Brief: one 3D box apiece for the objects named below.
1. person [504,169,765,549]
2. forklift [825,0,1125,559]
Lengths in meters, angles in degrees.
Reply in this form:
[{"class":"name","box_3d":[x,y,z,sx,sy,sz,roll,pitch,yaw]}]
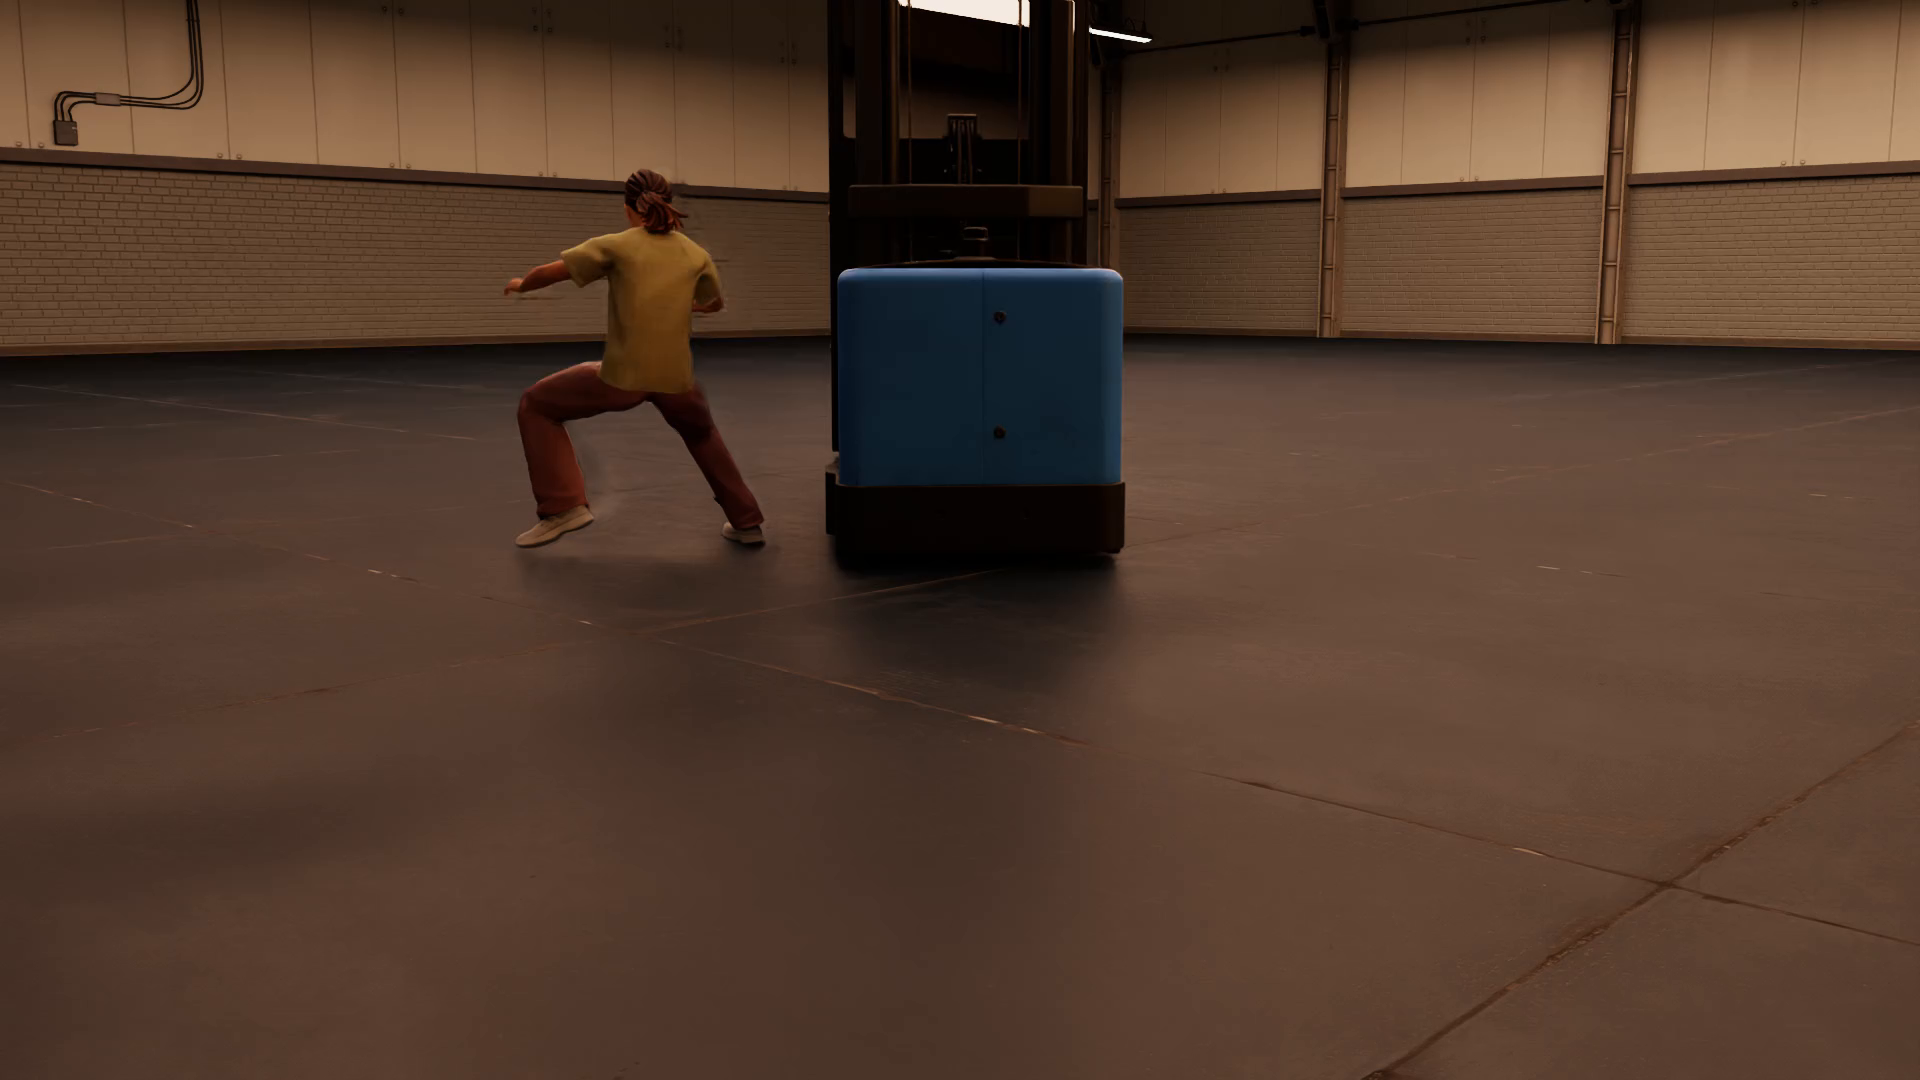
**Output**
[{"class":"person","box_3d":[-1.232,-0.677,6.364,0.980,1.447,0.661,-4,9,-23]},{"class":"forklift","box_3d":[-0.026,-1.560,7.232,1.130,2.935,3.031,-1,9,-4]}]
